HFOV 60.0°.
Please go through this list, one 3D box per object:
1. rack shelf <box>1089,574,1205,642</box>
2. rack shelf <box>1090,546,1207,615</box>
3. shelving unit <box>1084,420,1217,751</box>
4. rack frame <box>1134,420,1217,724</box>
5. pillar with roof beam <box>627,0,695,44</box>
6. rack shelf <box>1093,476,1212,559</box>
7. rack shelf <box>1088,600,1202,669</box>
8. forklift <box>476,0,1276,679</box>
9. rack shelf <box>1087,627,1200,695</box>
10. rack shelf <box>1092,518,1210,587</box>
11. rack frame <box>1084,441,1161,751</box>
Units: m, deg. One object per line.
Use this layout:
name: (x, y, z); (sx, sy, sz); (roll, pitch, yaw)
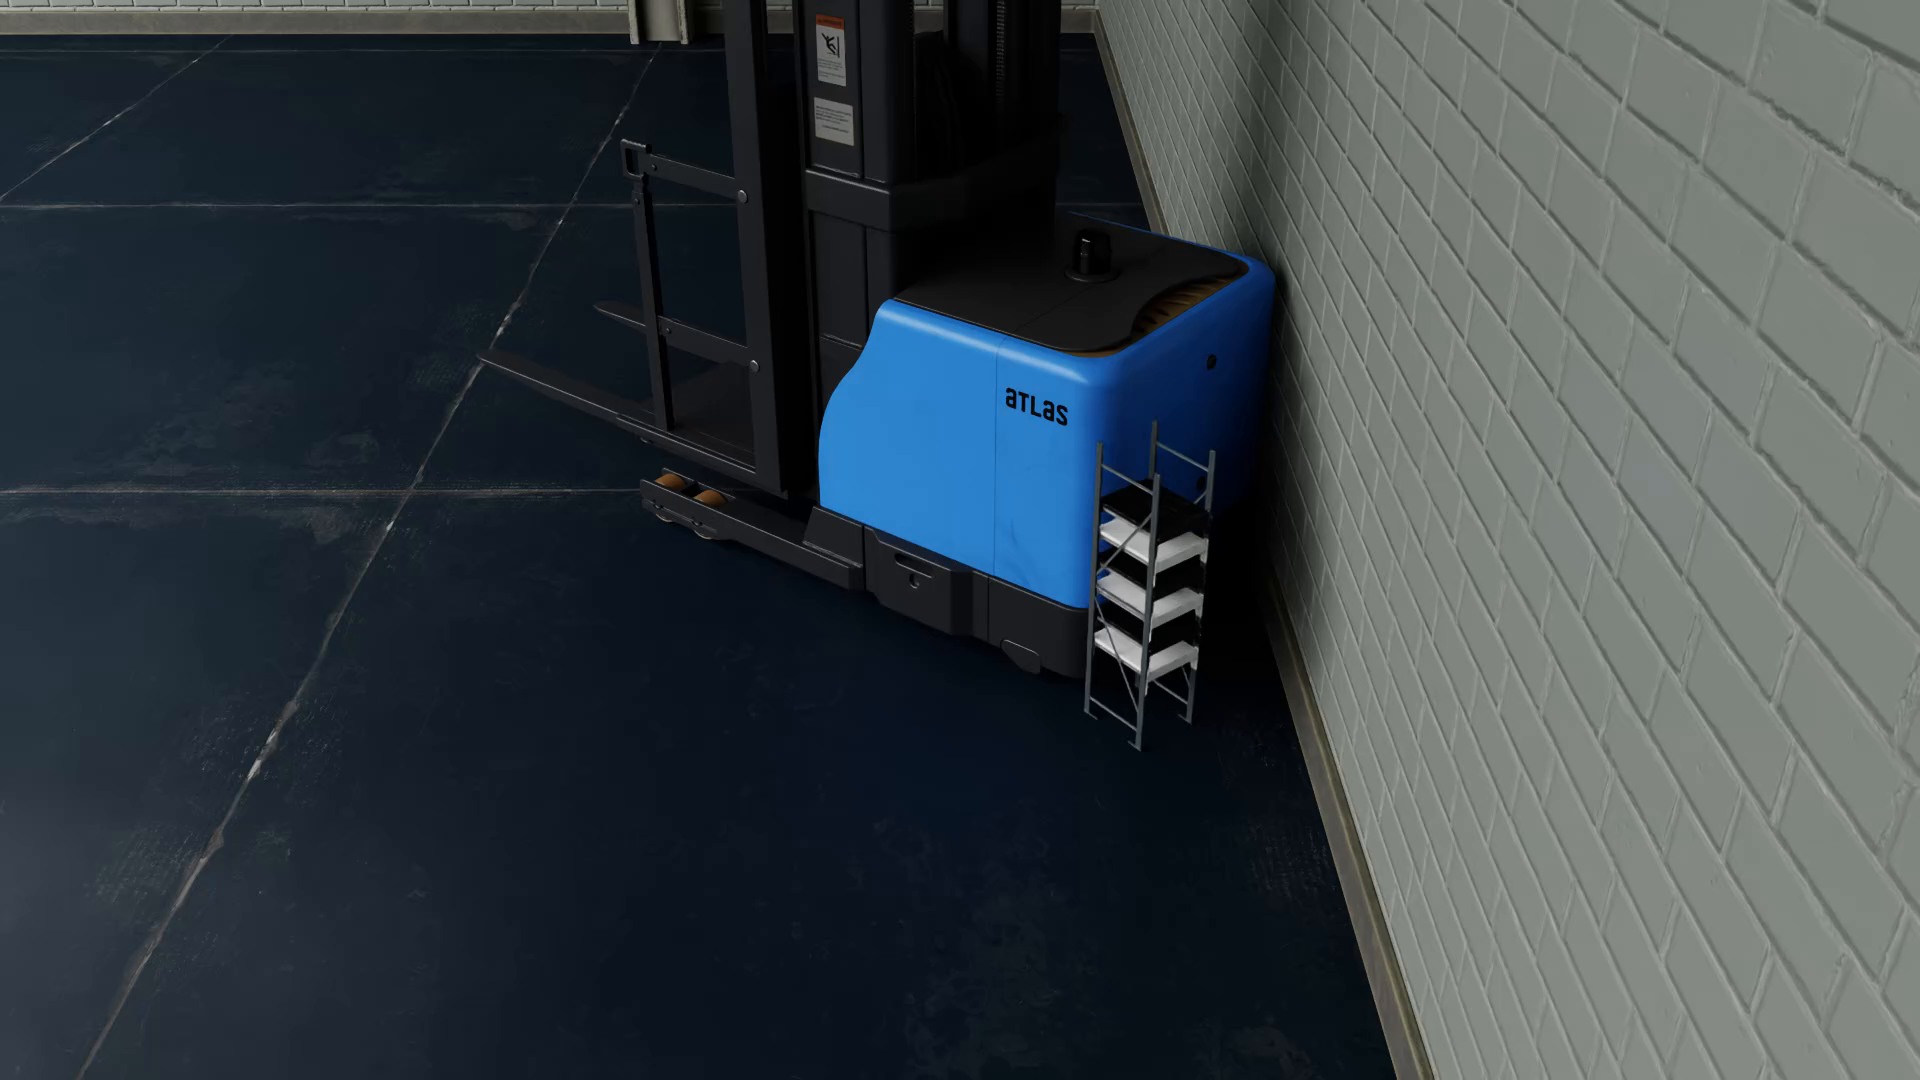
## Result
rack shelf: (0.523, 0.166, 4.673); (0.200, 0.077, 0.258); (-22, 38, -32)
rack shelf: (0.523, 0.089, 4.626); (0.200, 0.077, 0.258); (-22, 38, -32)
shelving unit: (0.523, 0.137, 4.656); (0.210, 0.900, 0.258); (-22, 38, -32)
rack frame: (0.603, 0.105, 4.710); (0.006, 0.900, 0.240); (-22, 38, -32)
pillar with roof beam: (-2.014, -5.069, 5.429); (0.400, 9.000, 9.100); (0, 31, 0)
rack shelf: (0.523, -0.065, 4.533); (0.200, 0.077, 0.258); (-22, 38, -32)
rack shelf: (0.523, 0.243, 4.720); (0.200, 0.077, 0.258); (-22, 38, -32)
forklift: (-0.497, -1.450, 5.315); (3.031, 2.935, 1.130); (22, 37, 31)
rack shelf: (0.523, 0.320, 4.767); (0.200, 0.077, 0.258); (-22, 38, -32)
rack shelf: (0.523, 0.012, 4.580); (0.200, 0.077, 0.258); (-22, 38, -32)
rack frame: (0.443, 0.170, 4.602); (0.006, 0.900, 0.240); (-22, 38, -32)
